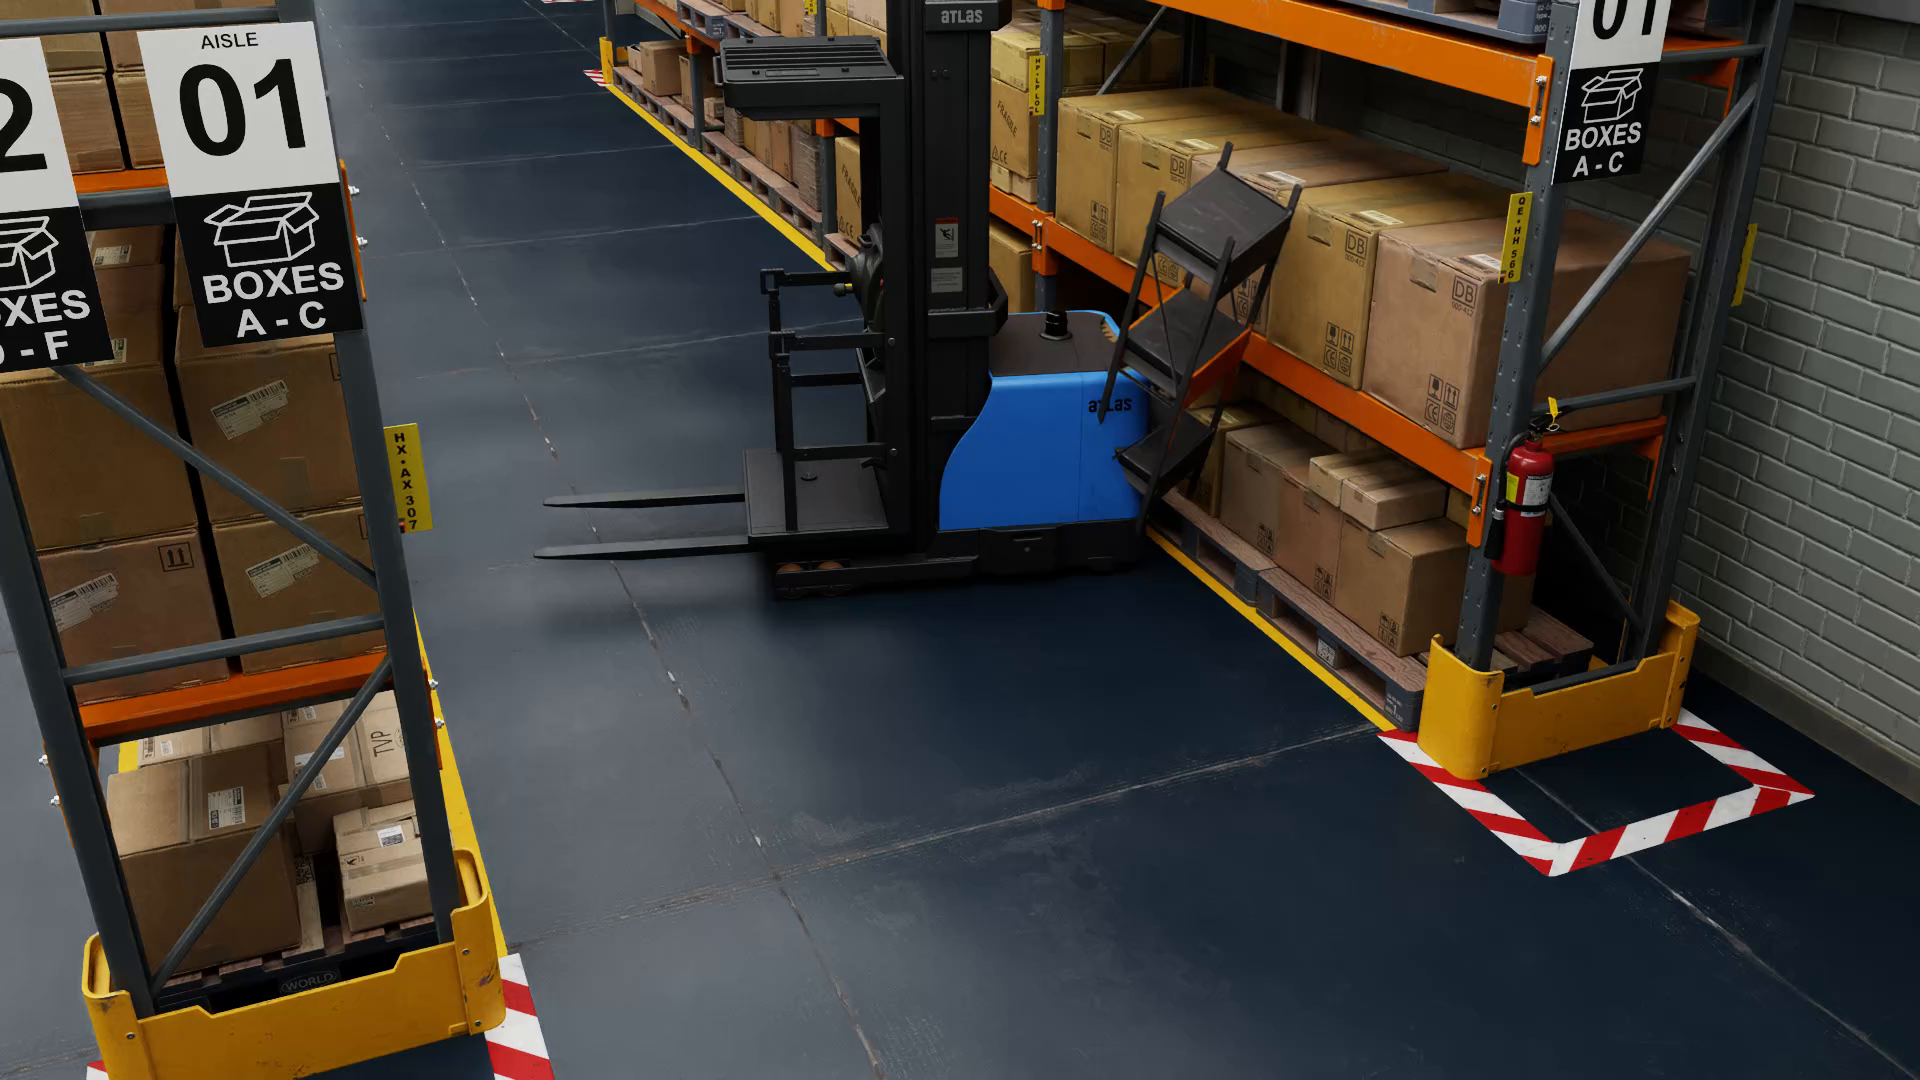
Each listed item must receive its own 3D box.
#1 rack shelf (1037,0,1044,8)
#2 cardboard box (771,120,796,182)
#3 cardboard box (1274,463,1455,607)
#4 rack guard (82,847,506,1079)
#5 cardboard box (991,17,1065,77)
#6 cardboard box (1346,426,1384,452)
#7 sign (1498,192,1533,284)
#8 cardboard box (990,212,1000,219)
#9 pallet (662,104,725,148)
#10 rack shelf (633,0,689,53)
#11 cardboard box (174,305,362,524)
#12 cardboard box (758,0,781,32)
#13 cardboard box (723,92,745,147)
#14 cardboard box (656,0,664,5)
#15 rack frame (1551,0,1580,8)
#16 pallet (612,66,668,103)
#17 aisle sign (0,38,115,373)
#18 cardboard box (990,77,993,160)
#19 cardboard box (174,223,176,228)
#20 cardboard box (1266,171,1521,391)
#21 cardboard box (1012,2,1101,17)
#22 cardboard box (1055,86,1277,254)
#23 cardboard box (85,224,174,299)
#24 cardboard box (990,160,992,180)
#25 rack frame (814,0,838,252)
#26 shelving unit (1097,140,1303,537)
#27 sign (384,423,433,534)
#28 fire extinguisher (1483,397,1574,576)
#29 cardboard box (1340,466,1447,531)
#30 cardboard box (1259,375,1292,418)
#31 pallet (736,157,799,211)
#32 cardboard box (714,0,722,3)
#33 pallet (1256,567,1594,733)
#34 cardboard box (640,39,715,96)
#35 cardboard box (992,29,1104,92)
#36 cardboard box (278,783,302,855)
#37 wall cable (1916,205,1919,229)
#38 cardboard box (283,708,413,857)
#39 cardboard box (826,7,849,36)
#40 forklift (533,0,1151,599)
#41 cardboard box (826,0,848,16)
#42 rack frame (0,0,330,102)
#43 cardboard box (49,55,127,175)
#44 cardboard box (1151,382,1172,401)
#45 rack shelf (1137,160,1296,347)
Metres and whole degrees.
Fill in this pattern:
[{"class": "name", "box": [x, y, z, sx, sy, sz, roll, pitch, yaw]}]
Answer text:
[{"class": "rack shelf", "box": [0.146, -3.988, 10.901, 1.077, 0.370, 4.000, -11, 28, -21]}, {"class": "cardboard box", "box": [-1.282, -3.551, 14.951, 0.700, 0.500, 0.500, -11, 28, -21]}, {"class": "cardboard box", "box": [1.934, -0.074, 7.854, 0.700, 0.500, 0.500, -11, 28, -21]}, {"class": "rack guard", "box": [-2.090, 1.404, 5.305, 1.175, 0.500, 0.348, -11, 28, -21]}, {"class": "cardboard box", "box": [0.320, -3.033, 10.213, 0.500, 0.250, 0.500, -10, 28, -19]}, {"class": "cardboard box", "box": [2.066, -0.453, 7.890, 0.380, 0.149, 0.250, -10, 28, -20]}, {"class": "sign", "box": [1.991, -1.080, 5.954, 0.100, 0.325, 0.005, -11, 28, -21]}, {"class": "cardboard box", "box": [0.205, -1.977, 11.352, 0.750, 0.750, 0.750, -10, 28, -19]}, {"class": "pallet", "box": [-2.499, -4.398, 17.517, 1.003, 0.211, 1.213, -11, 28, -21]}, {"class": "rack shelf", "box": [-2.987, -5.870, 18.173, 1.077, 0.370, 4.000, -11, 28, -21]}, {"class": "cardboard box", "box": [-1.992, -0.407, 4.912, 0.500, 0.500, 0.500, -10, 28, -19]}, {"class": "cardboard box", "box": [-1.338, -4.701, 14.344, 0.700, 0.500, 0.500, -11, 28, -21]}, {"class": "cardboard box", "box": [-1.900, -4.166, 16.211, 0.700, 0.500, 0.500, -10, 28, -19]}, {"class": "cardboard box", "box": [-2.855, -5.669, 17.090, 0.500, 0.250, 0.500, -10, 28, -20]}, {"class": "rack frame", "box": [2.496, -3.237, 5.124, 1.000, 3.000, 0.127, -11, 28, -21]}, {"class": "pallet", "box": [-3.454, -5.383, 19.534, 1.003, 0.211, 1.213, -11, 28, -21]}, {"class": "aisle sign", "box": [-2.316, -0.777, 3.959, 0.394, 0.787, 0.004, -11, 28, -21]}, {"class": "cardboard box", "box": [0.308, -2.691, 10.367, 0.500, 0.500, 0.500, -10, 28, -20]}, {"class": "cardboard box", "box": [-3.499, -1.351, 6.845, 0.500, 0.500, 0.500, -11, 28, -22]}, {"class": "cardboard box", "box": [1.992, -1.172, 7.390, 0.980, 0.700, 0.700, -11, 28, -21]}, {"class": "cardboard box", "box": [0.577, -3.323, 10.806, 0.500, 0.250, 0.500, -12, 28, -22]}, {"class": "cardboard box", "box": [1.127, -2.069, 9.227, 0.980, 0.700, 0.700, -10, 28, -20]}, {"class": "cardboard box", "box": [-2.894, -0.728, 5.568, 0.500, 0.500, 0.500, -10, 28, -19]}, {"class": "cardboard box", "box": [0.356, -2.350, 10.408, 0.380, 0.149, 0.250, -10, 28, -19]}, {"class": "rack frame", "box": [-0.637, -3.771, 13.055, 1.000, 3.000, 0.127, -11, 28, -21]}, {"class": "shelving unit", "box": [1.013, -0.828, 7.782, 0.431, 2.100, 0.503, 38, 56, 20]}, {"class": "sign", "box": [-1.561, -0.171, 4.695, 0.100, 0.325, 0.005, -11, 28, -21]}, {"class": "fire extinguisher", "box": [2.131, -0.199, 6.252, 0.296, 0.674, 0.183, -11, 28, -21]}, {"class": "cardboard box", "box": [1.912, -0.184, 7.340, 0.380, 0.149, 0.250, -11, 28, -21]}, {"class": "cardboard box", "box": [1.766, -0.761, 8.522, 0.380, 0.149, 0.250, -11, 28, -22]}, {"class": "pallet", "box": [-1.415, -3.325, 15.320, 1.003, 0.211, 1.213, -11, 28, -21]}, {"class": "cardboard box", "box": [-2.035, -5.417, 15.811, 0.700, 0.500, 0.500, -10, 28, -20]}, {"class": "pallet", "box": [2.111, 0.402, 7.685, 1.003, 0.211, 1.213, -11, 28, -21]}, {"class": "cardboard box", "box": [-3.117, -5.245, 18.422, 0.700, 0.500, 0.500, -12, 29, -24]}, {"class": "cardboard box", "box": [0.511, -2.825, 9.787, 0.500, 0.250, 0.500, -10, 28, -19]}, {"class": "cardboard box", "box": [-2.576, 1.031, 5.948, 0.380, 0.166, 0.250, -11, 28, -21]}, {"class": "wall cable", "box": [3.868, -0.643, 5.491, 0.084, 1.984, 1.851, -11, 28, -21]}, {"class": "cardboard box", "box": [-2.208, 0.879, 6.163, 0.500, 0.250, 0.500, -11, 28, -21]}, {"class": "cardboard box", "box": [-0.682, -3.718, 12.471, 0.500, 0.500, 0.500, -10, 28, -19]}, {"class": "forklift", "box": [-0.623, -1.277, 8.025, 3.031, 2.935, 1.130, -4, 26, -8]}, {"class": "cardboard box", "box": [-0.685, -4.056, 12.309, 0.500, 0.250, 0.500, -10, 28, -19]}, {"class": "rack frame", "box": [-2.060, -2.385, 3.377, 1.000, 3.000, 0.127, -11, 28, -21]}, {"class": "cardboard box", "box": [-2.504, -1.131, 4.400, 0.500, 0.250, 0.500, -11, 28, -21]}, {"class": "cardboard box", "box": [1.322, -0.699, 9.133, 0.700, 0.500, 0.500, -11, 28, -21]}, {"class": "rack shelf", "box": [1.092, -1.247, 7.244, 0.431, 0.518, 0.480, 38, 56, 20]}]
